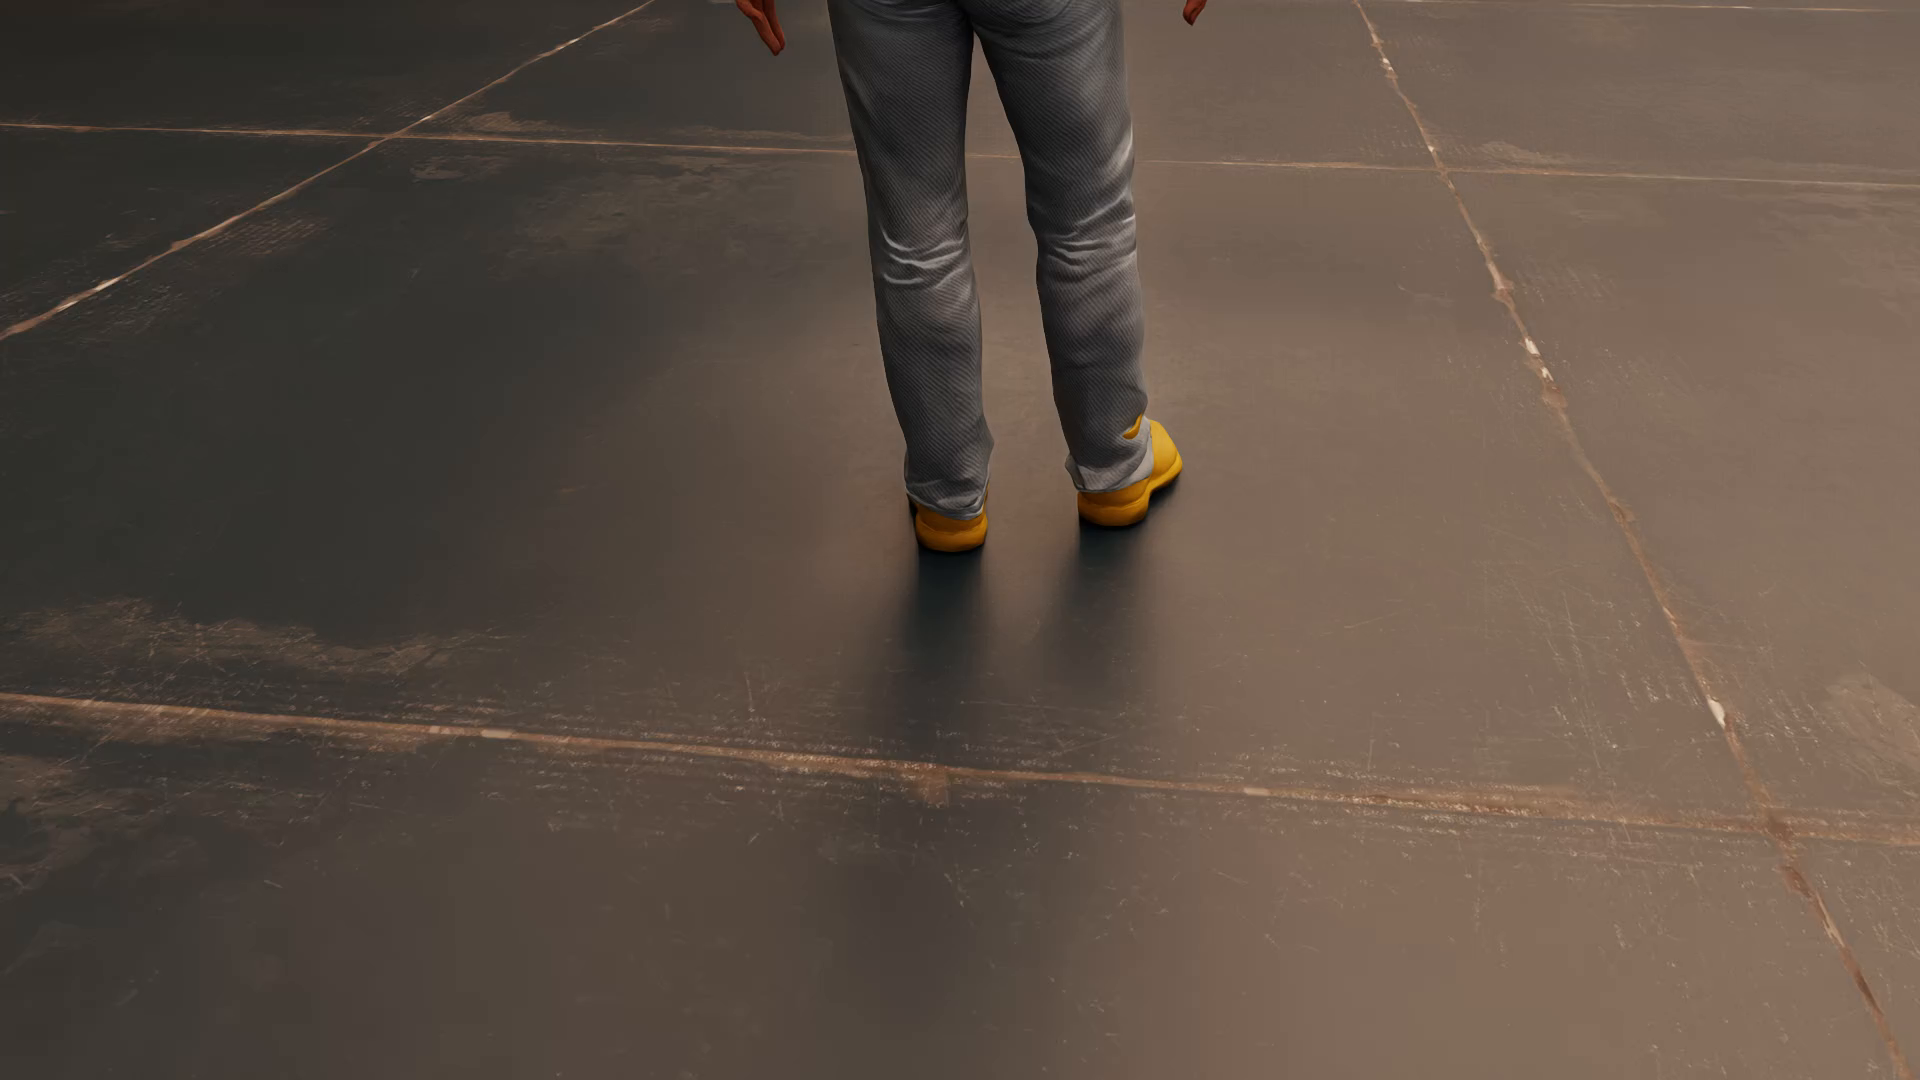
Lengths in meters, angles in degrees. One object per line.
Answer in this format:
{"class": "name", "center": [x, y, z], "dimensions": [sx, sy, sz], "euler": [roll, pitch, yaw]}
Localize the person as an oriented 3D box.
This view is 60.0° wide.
{"class": "person", "center": [0.015, -0.827, 2.163], "dimensions": [0.666, 1.764, 0.577], "euler": [3, 27, 7]}
